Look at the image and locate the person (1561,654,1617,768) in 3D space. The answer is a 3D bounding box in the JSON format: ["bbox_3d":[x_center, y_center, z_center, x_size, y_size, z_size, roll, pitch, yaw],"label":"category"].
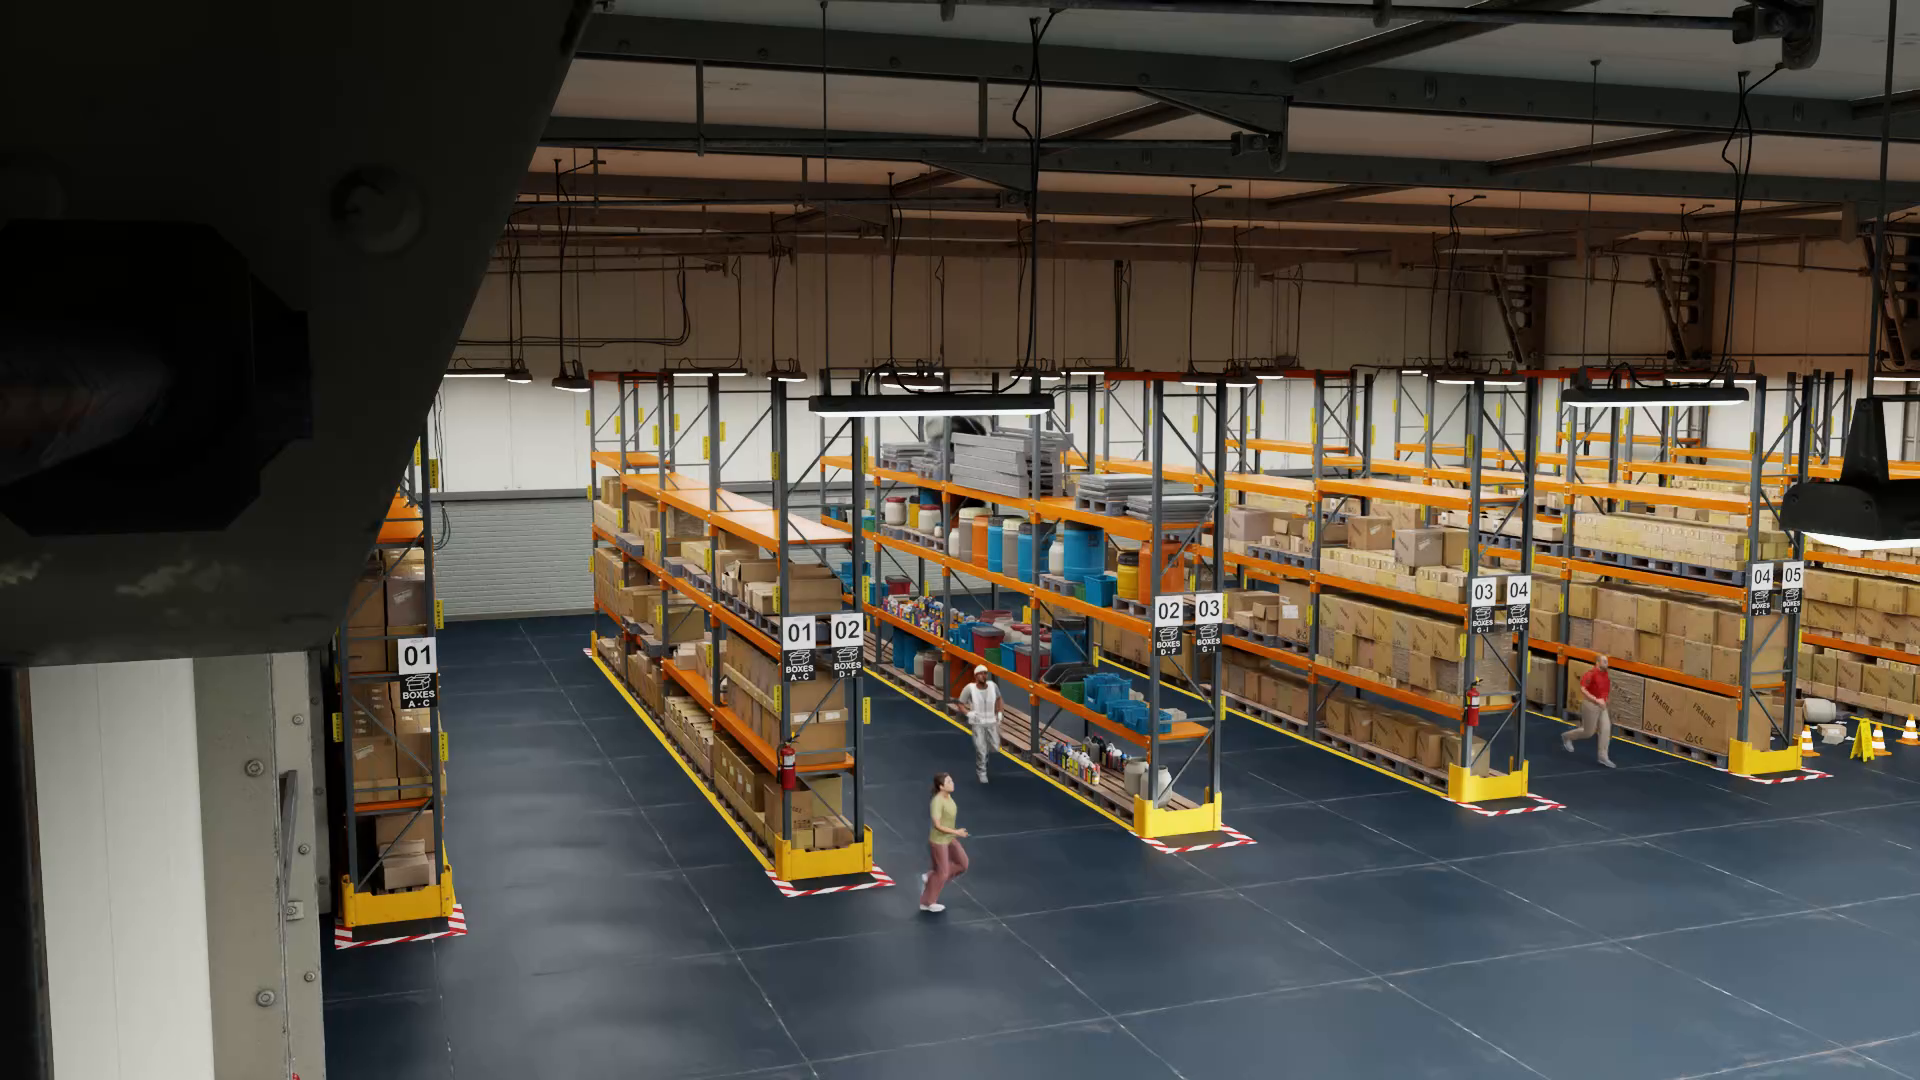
[{"bbox_3d":[9.830,2.614,25.846,0.686,1.723,0.949,-5,8,-37],"label":"person"}]

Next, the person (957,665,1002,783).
[{"bbox_3d":[0.316,2.716,24.782,0.729,1.738,0.598,-3,7,-22],"label":"person"}]

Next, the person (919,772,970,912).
[{"bbox_3d":[-0.163,3.418,18.889,0.612,1.622,0.599,2,7,17],"label":"person"}]
